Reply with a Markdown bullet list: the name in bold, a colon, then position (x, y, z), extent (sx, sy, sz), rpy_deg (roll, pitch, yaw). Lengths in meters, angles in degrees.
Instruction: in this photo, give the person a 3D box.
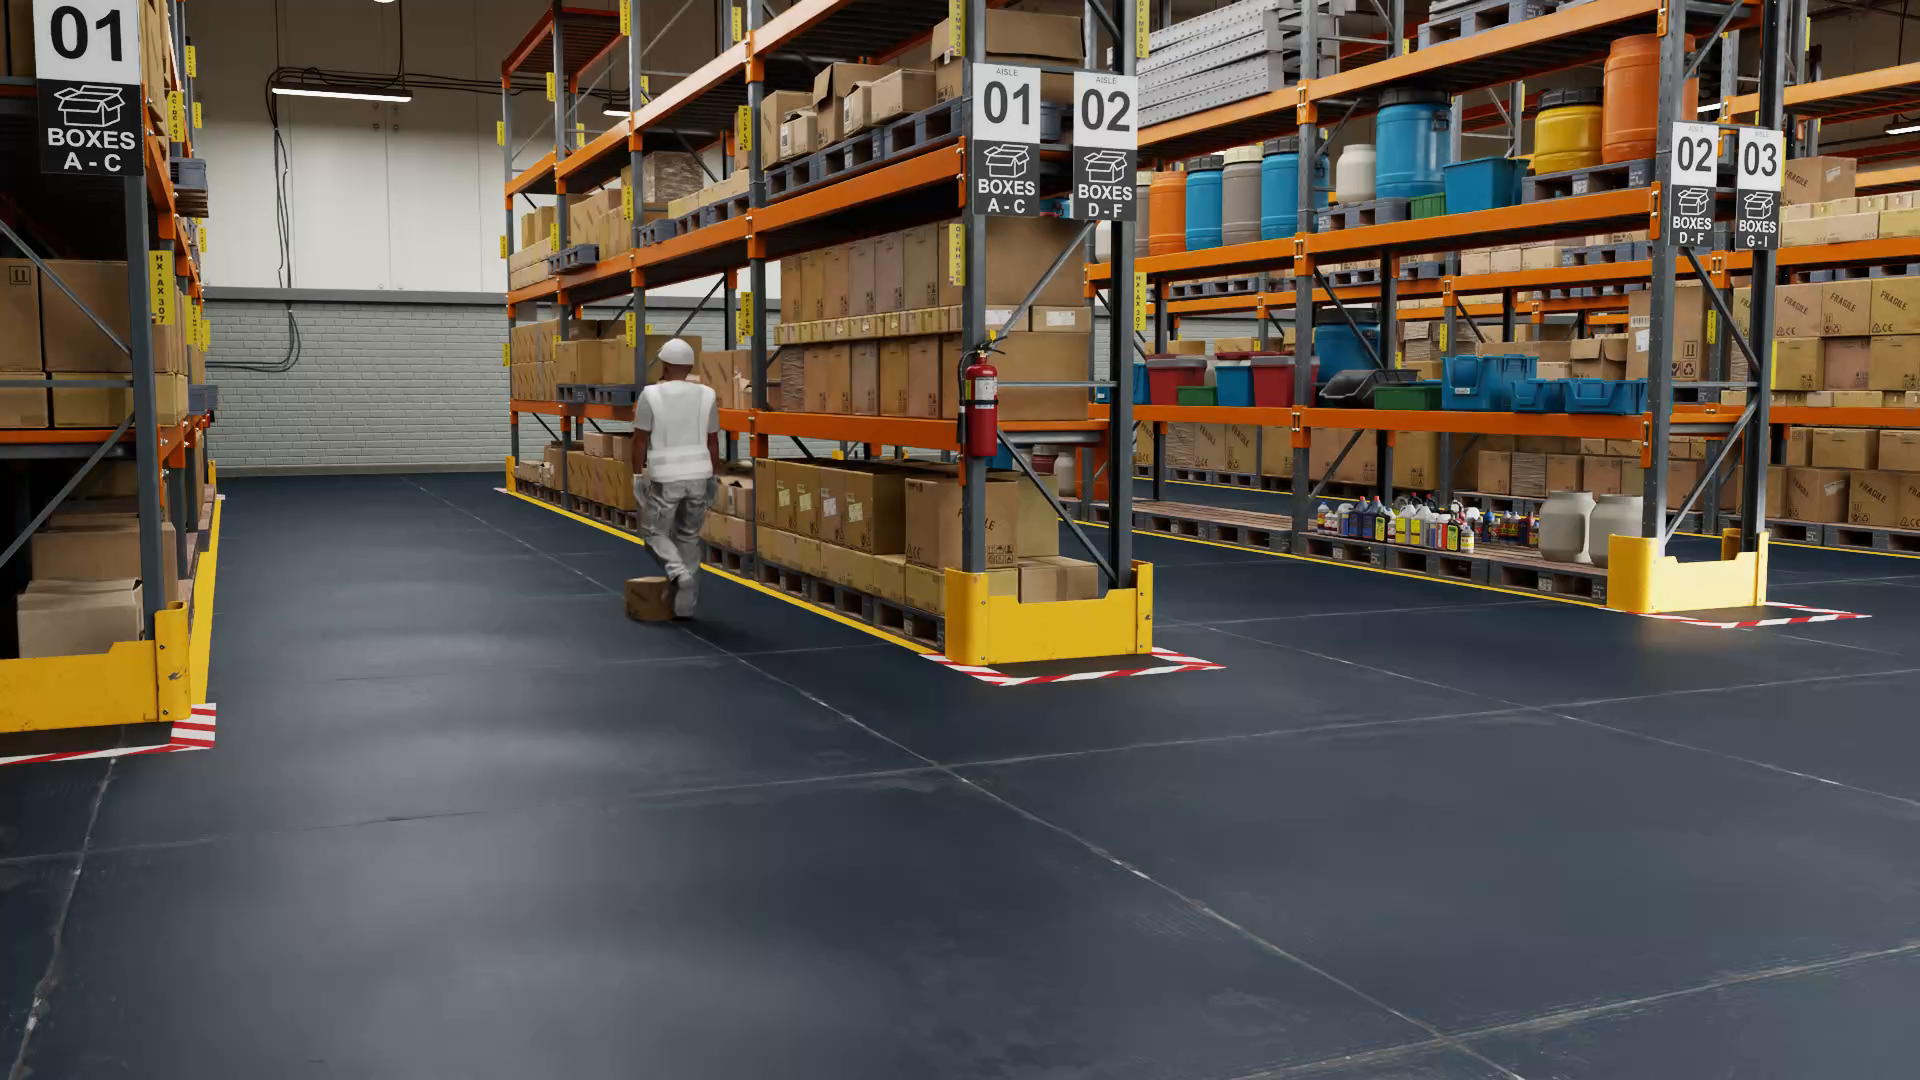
- **person**: position (-1.782, -0.381, 10.486), extent (0.574, 1.771, 0.710), rpy_deg (-3, 6, -27)
